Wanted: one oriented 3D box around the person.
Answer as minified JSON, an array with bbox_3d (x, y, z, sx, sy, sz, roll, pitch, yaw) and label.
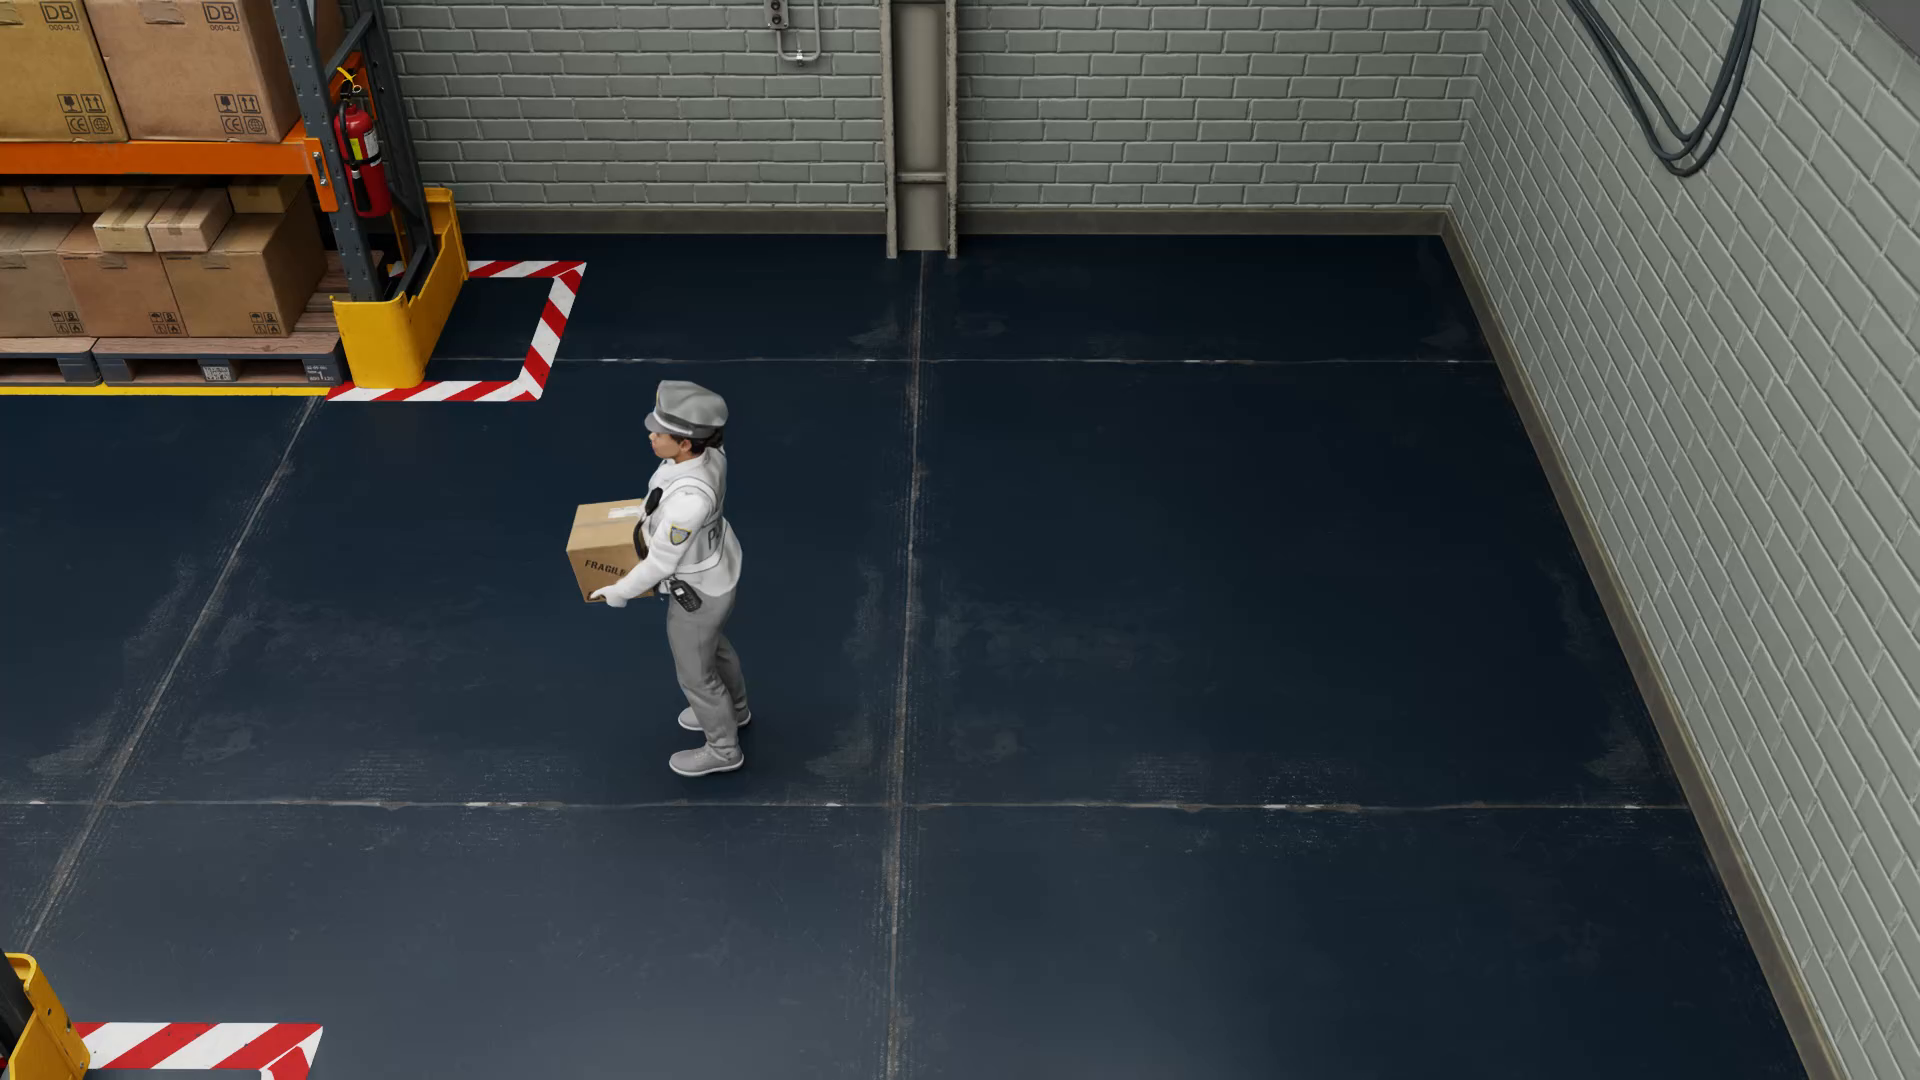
[{"bbox_3d":[-1.029,0.150,5.960,0.530,1.691,0.447,0,40,0],"label":"person"}]
